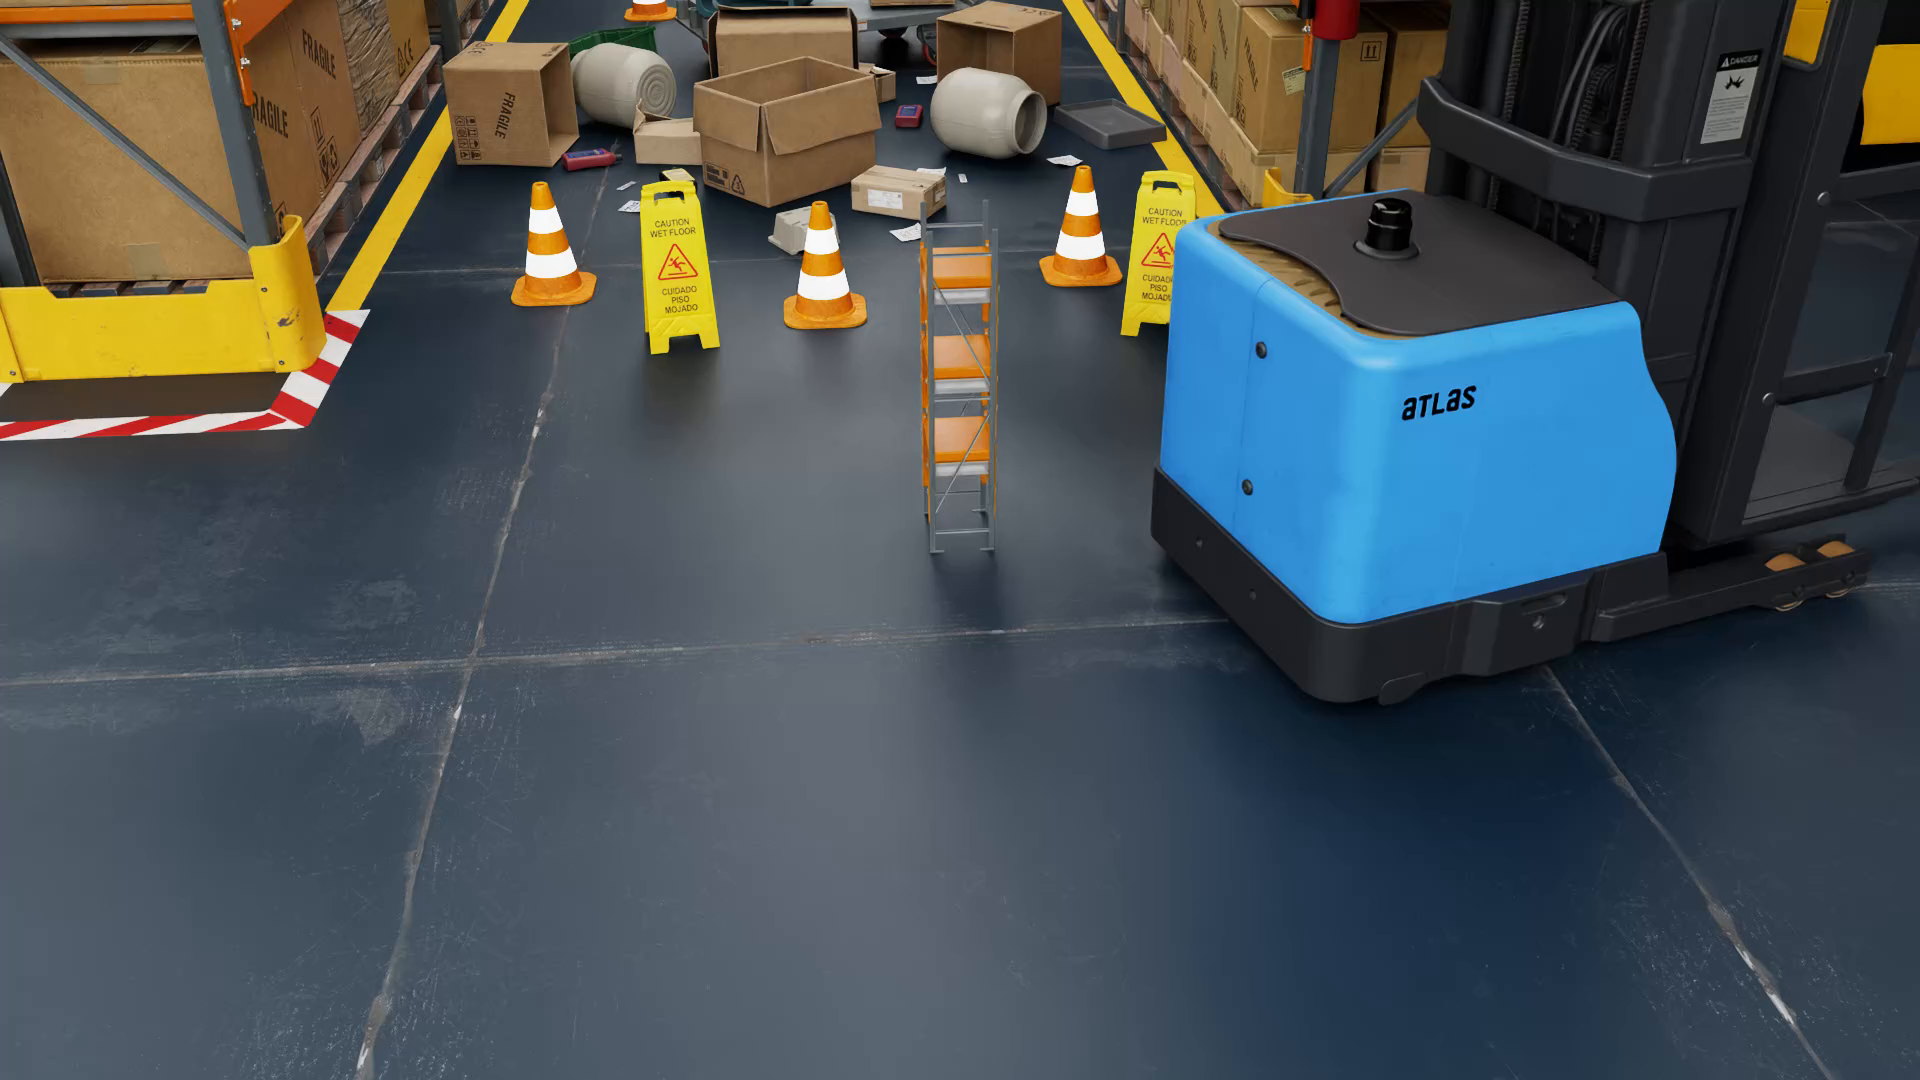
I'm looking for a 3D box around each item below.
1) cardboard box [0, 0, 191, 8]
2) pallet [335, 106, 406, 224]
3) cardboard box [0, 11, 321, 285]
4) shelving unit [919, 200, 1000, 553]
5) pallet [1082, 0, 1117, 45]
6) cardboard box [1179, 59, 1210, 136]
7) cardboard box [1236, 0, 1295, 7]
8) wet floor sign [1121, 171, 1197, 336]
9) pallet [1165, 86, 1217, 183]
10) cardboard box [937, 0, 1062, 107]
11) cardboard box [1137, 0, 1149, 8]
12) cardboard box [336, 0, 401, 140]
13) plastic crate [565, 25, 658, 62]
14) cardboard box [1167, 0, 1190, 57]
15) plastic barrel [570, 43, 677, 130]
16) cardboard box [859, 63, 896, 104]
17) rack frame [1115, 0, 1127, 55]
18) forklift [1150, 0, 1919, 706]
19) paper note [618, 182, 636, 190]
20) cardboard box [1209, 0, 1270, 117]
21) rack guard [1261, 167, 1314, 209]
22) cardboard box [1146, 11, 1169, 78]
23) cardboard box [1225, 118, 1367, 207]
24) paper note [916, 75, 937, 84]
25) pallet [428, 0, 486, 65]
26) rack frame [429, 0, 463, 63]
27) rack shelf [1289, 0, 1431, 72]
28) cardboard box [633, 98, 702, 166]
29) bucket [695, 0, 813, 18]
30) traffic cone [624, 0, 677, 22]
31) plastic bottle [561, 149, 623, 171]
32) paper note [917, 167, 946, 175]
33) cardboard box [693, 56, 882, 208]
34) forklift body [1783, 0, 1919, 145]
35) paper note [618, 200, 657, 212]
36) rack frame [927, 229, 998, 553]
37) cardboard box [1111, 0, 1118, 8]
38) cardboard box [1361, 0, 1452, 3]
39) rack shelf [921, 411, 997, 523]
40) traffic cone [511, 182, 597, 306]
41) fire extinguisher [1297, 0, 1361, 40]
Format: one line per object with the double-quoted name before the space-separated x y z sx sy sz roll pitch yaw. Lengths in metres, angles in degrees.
"cardboard box" -3.153 -2.253 5.951 0.875 0.550 0.550 -3 31 -5
"pallet" -3.337 -1.830 8.109 1.003 0.211 1.213 -3 31 -5
"cardboard box" -3.203 -1.613 6.687 0.875 0.875 0.875 -3 31 -4
"shelving unit" -0.005 -0.478 5.027 0.215 1.050 0.252 -3 31 -5
"pallet" 1.397 -3.533 10.959 1.003 0.211 1.213 -3 31 -5
"cardboard box" 1.407 -2.222 8.316 0.500 0.250 0.500 -4 31 -6
"cardboard box" 1.410 -2.471 7.370 0.380 0.149 0.250 -2 31 -3
"wet floor sign" 0.798 -1.131 6.515 0.267 0.644 0.232 8 32 13
"pallet" 1.687 -2.170 8.677 1.003 0.211 1.213 -3 31 -5
"cardboard box" 0.217 -2.648 9.194 0.500 0.500 0.500 20 36 29
"cardboard box" 1.258 -3.340 9.458 0.500 0.500 0.500 -1 31 -2
"cardboard box" -3.370 -2.527 8.219 0.875 0.875 0.875 -3 31 -4
"plastic crate" -2.127 -2.835 9.758 0.450 0.188 0.662 4 30 26
"cardboard box" 1.366 -2.803 8.558 0.500 0.500 0.500 -1 31 -2
"plastic barrel" -1.814 -2.432 8.909 0.512 0.421 0.421 20 36 29
"cardboard box" -0.589 -2.640 9.411 0.396 0.266 0.258 27 40 37
"rack frame" 1.472 -4.333 9.578 1.000 3.000 0.127 -3 31 -5
"forklift" 2.158 -1.288 4.548 3.031 2.935 1.130 -12 33 -19
"paper note" -1.633 -1.736 8.146 0.032 0.001 0.123 13 33 21
"cardboard box" 1.459 -2.275 7.674 0.500 0.500 0.500 -2 31 -3
"rack guard" 1.838 -1.256 6.865 1.175 0.500 0.348 -3 31 -5
"cardboard box" 1.319 -2.746 9.194 0.500 0.250 0.500 -1 31 -2
"cardboard box" 1.500 -1.702 7.447 0.500 0.250 0.500 -3 31 -5
"paper note" -0.178 -2.706 9.750 0.148 0.019 0.142 -3 31 -5
"pallet" -3.595 -3.237 10.464 1.003 0.211 1.213 -3 31 -5
"rack frame" -3.447 -4.044 9.095 1.000 3.000 0.127 -3 31 -5
"rack shelf" 1.658 -3.003 8.053 1.077 0.370 4.000 -3 31 -5
"cardboard box" -1.453 -2.081 8.475 0.396 0.266 0.258 2 31 4
"bucket" -1.139 -3.332 9.613 0.726 0.611 0.620 8 22 13
"traffic cone" -2.069 -3.712 11.013 0.336 0.463 0.334 -3 31 -5
"plastic bottle" -1.862 -1.931 8.424 0.283 0.061 0.133 -14 33 -22
"paper note" -0.155 -1.839 8.310 0.148 0.019 0.142 8 32 13
"cardboard box" -0.839 -1.994 8.098 0.637 0.503 0.797 27 40 37
"forklift body" 4.793 -3.046 8.253 2.313 2.155 1.214 -3 31 -5
"paper note" -1.526 -1.587 7.879 0.144 0.017 0.142 8 32 13
"rack frame" 0.006 -0.416 4.922 0.200 1.050 0.008 -3 31 -5
"cardboard box" 1.420 -3.652 10.593 0.950 0.372 0.625 -2 31 -4
"cardboard box" 1.989 -2.316 7.743 0.500 0.500 0.500 -4 31 -6
"rack shelf" -0.005 -0.230 5.174 0.215 0.259 0.240 -3 31 -5
"traffic cone" -1.709 -1.252 6.894 0.336 0.463 0.334 -3 31 -5
"fire extinguisher" 1.397 -2.177 6.044 0.296 0.674 0.183 -3 31 -5
